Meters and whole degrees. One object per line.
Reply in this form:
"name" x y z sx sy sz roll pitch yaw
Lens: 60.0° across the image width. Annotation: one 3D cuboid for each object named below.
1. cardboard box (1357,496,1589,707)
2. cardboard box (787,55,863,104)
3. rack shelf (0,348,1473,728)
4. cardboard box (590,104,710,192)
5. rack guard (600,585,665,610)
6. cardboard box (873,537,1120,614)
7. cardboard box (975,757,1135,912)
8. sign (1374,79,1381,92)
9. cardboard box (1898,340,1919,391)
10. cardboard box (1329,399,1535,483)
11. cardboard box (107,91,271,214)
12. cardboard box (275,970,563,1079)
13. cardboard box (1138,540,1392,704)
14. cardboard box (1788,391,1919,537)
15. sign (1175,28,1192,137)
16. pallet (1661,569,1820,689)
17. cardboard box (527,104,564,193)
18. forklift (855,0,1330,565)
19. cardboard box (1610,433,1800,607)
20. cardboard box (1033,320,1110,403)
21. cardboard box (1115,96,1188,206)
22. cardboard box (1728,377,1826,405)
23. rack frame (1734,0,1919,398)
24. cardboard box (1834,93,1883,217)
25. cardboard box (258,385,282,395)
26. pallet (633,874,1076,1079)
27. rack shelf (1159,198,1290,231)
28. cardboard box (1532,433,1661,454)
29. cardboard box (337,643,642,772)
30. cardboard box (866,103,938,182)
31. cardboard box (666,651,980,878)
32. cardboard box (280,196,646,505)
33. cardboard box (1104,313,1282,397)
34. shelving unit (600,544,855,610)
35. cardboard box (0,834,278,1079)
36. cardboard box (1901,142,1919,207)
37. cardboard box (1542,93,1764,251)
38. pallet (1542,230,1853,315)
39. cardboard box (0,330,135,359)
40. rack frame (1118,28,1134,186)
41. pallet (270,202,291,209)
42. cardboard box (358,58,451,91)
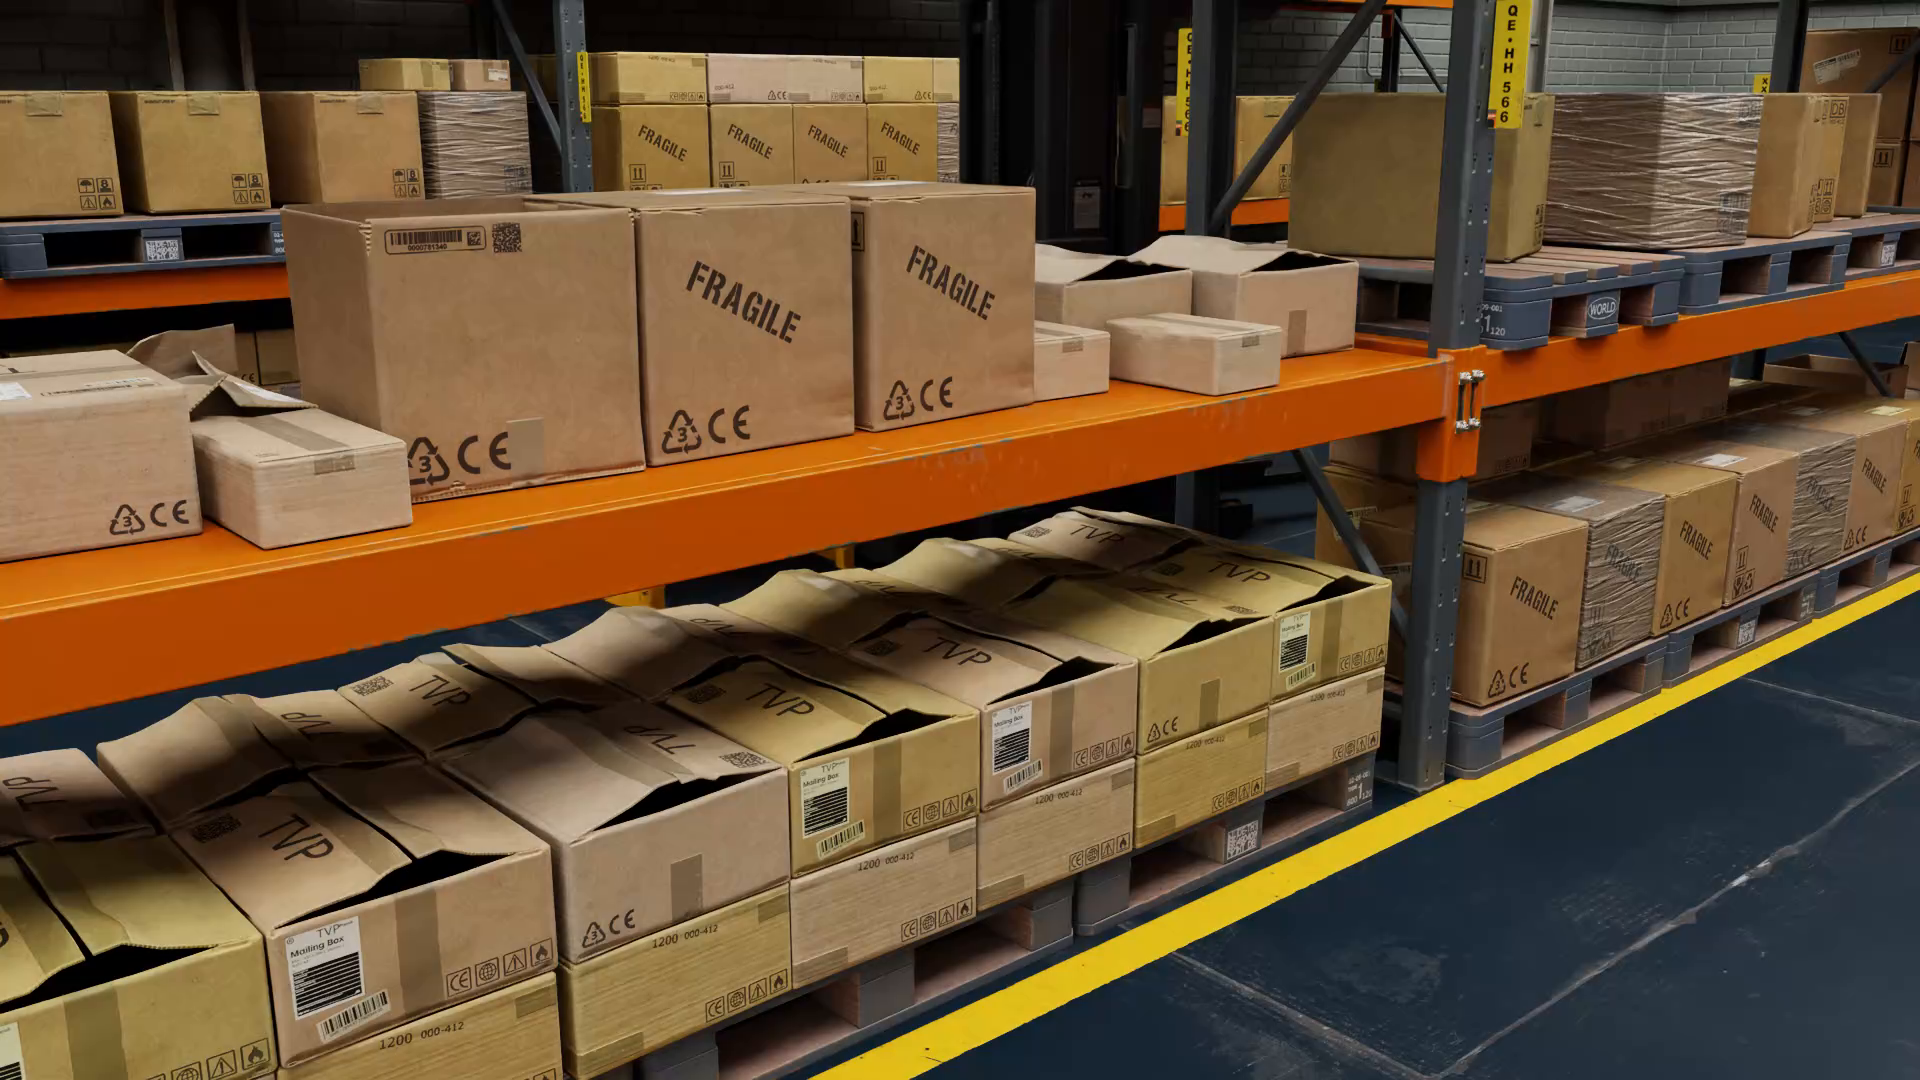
"cardboard box" 1.610 0.174 5.276 0.500 0.500 0.500 -12 19 -37
"cardboard box" -0.884 -2.530 9.148 0.500 0.250 0.500 -12 19 -39
"rack shelf" -0.430 -0.113 3.754 4.000 0.370 1.077 -13 19 -39
"cardboard box" -1.641 -1.997 8.605 0.500 0.500 0.500 -12 19 -38
"rack guard" -1.401 0.130 6.779 0.087 0.250 0.587 -14 20 -42
"cardboard box" 0.100 0.178 4.700 0.500 0.311 0.500 -13 20 -41
"cardboard box" 0.074 0.636 4.072 0.500 0.250 0.500 -12 19 -38
"sign" 3.500 -3.684 13.897 0.005 0.325 0.100 -13 19 -39
"cardboard box" 5.510 -0.803 8.927 0.637 0.503 0.797 -13 19 -39
"cardboard box" 1.670 -0.381 5.901 0.500 0.250 0.500 -12 19 -37
"cardboard box" -3.449 -1.727 7.356 0.500 0.500 0.700 -13 19 -39
"cardboard box" -1.085 0.898 3.092 0.500 0.250 0.500 -12 19 -38
"cardboard box" 0.845 0.192 4.646 0.500 0.311 0.500 -12 19 -38
"cardboard box" 3.912 -0.342 7.210 0.500 0.500 0.500 -13 20 -40
"sign" 0.716 -1.424 5.180 0.005 0.325 0.100 -13 19 -39
"pallet" 2.587 0.223 6.505 1.213 0.211 1.003 -13 19 -39
"cardboard box" -1.992 -2.096 8.975 0.500 0.500 0.500 -12 19 -39
"forklift" 0.810 -1.522 7.768 3.031 2.935 1.130 -7 17 -25
"cardboard box" 2.773 -0.089 6.261 0.500 0.500 0.500 -14 20 -41
"cardboard box" 0.154 -0.451 4.112 0.250 0.149 0.380 -11 18 -35
"cardboard box" 1.262 -2.674 11.368 0.700 0.700 0.980 -12 19 -39
"cardboard box" 3.572 -0.447 7.603 0.500 0.500 0.500 -14 20 -42
"rack frame" 4.096 -1.477 7.466 0.127 3.000 1.000 -13 19 -39
"cardboard box" 3.592 -1.691 7.262 0.700 0.500 0.500 8 17 28
"cardboard box" -3.506 -0.481 7.731 0.500 0.500 0.700 -13 20 -40
"pallet" -0.488 0.885 4.026 1.213 0.211 1.003 -13 19 -39
"rack shelf" 2.351 -2.432 12.435 4.000 0.370 1.077 -13 19 -39
"cardboard box" 2.413 -0.186 6.625 0.500 0.500 0.500 -14 20 -41
"cardboard box" -1.055 0.435 3.736 0.500 0.311 0.500 -13 20 -40
"cardboard box" -0.477 -2.258 9.580 0.500 0.500 0.500 -12 19 -38
"cardboard box" -0.304 0.451 3.677 0.500 0.311 0.500 -12 19 -38
"cardboard box" -0.951 -0.386 3.189 0.500 0.500 0.500 -11 18 -35
"cardboard box" 0.582 -0.472 4.190 0.250 0.149 0.380 -13 19 -39
"shelving unit" -1.044 -0.564 6.954 1.083 1.500 0.587 -14 20 -42
"cardboard box" -1.463 0.712 2.701 0.500 0.311 0.500 -13 19 -39
"cardboard box" 4.660 -1.558 7.578 0.500 0.500 0.500 -12 19 -38
"cardboard box" 2.295 -1.297 5.785 0.500 0.500 0.700 -9 17 -29
"pallet" 2.543 -1.037 6.191 1.213 0.211 1.003 -13 19 -39
"cardboard box" -3.929 -0.745 7.263 0.500 0.250 0.500 -13 20 -41
"rack frame" 0.842 -2.441 11.074 0.127 3.000 1.000 -13 19 -39
"pallet" -2.643 -1.529 8.033 1.003 0.211 1.213 -13 19 -39
"cardboard box" -2.649 -2.215 7.928 0.380 0.149 0.250 12 19 38
